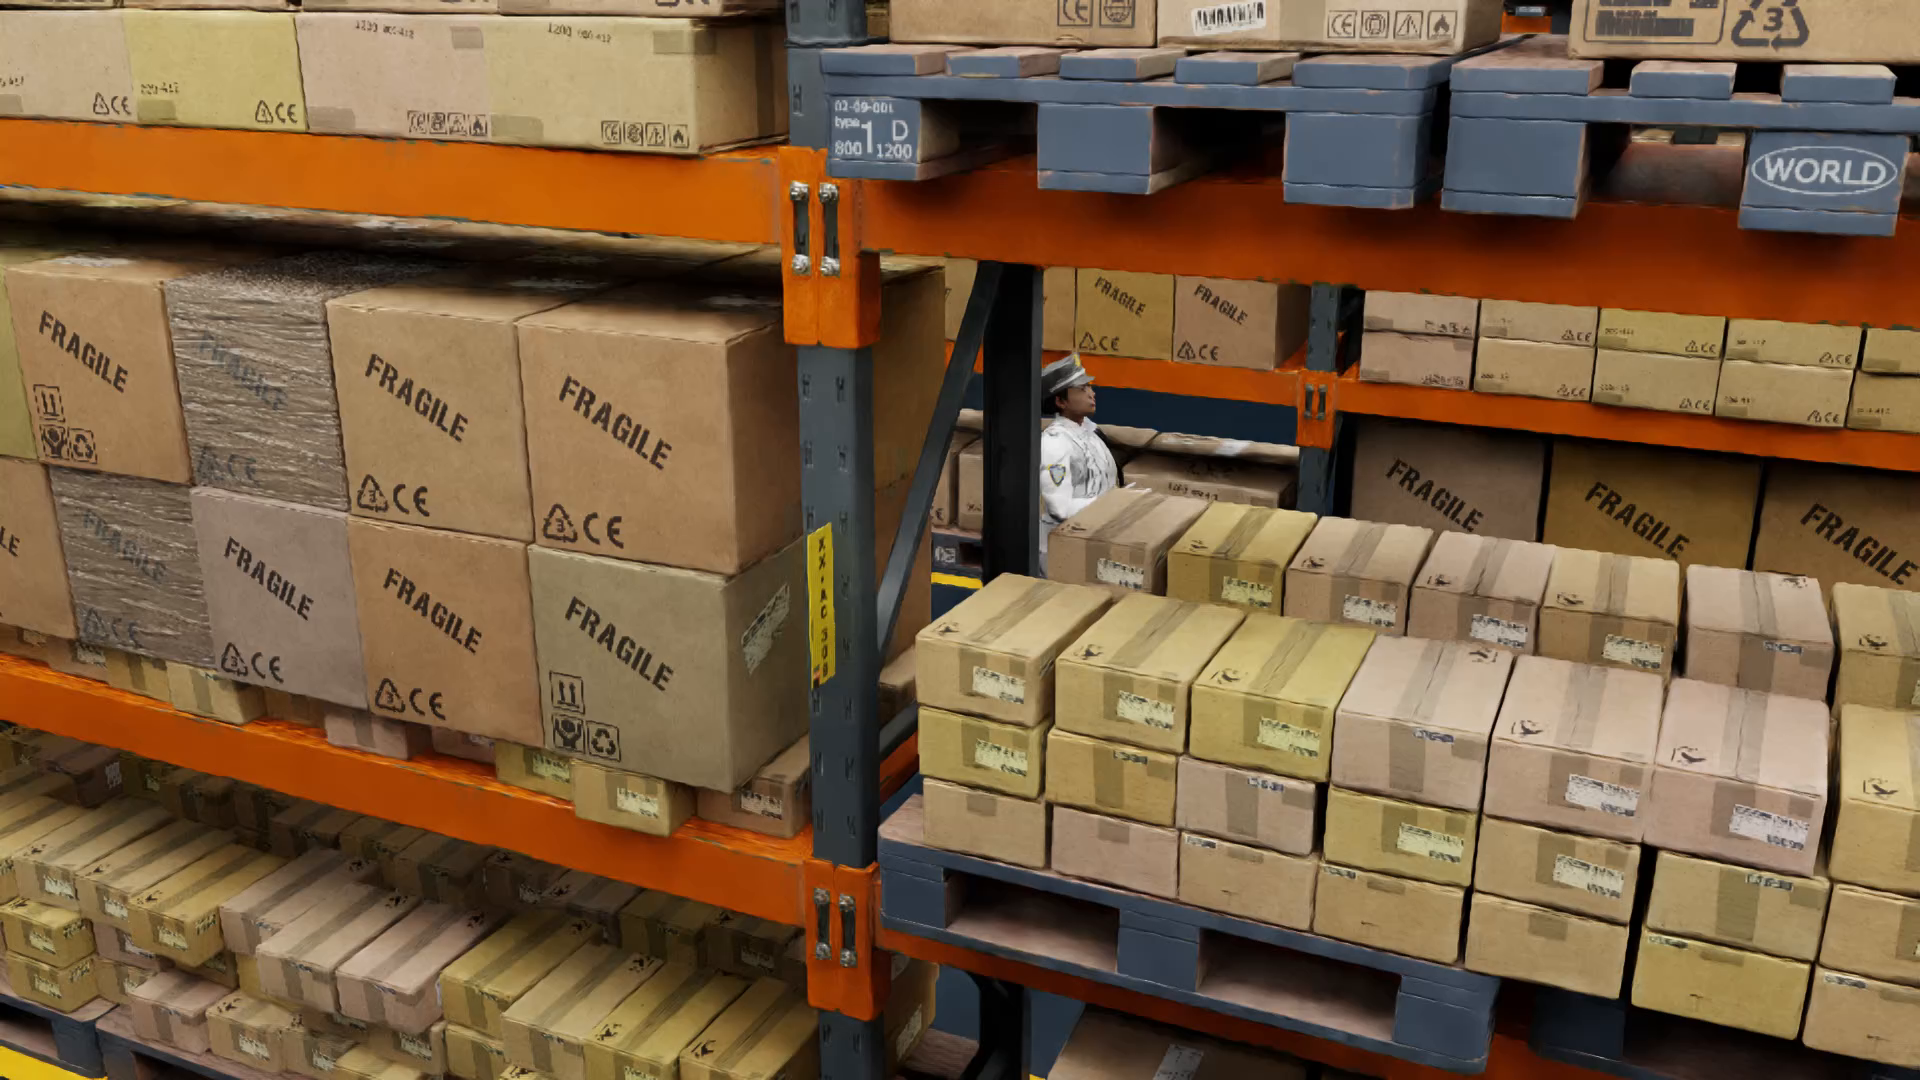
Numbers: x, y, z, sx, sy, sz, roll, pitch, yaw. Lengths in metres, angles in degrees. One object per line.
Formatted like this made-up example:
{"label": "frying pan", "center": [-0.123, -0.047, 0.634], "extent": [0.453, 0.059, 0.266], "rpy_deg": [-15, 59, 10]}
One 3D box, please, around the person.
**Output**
{"label": "person", "center": [0.577, 0.065, 6.845], "extent": [0.800, 1.686, 0.574], "rpy_deg": [12, 22, 30]}
